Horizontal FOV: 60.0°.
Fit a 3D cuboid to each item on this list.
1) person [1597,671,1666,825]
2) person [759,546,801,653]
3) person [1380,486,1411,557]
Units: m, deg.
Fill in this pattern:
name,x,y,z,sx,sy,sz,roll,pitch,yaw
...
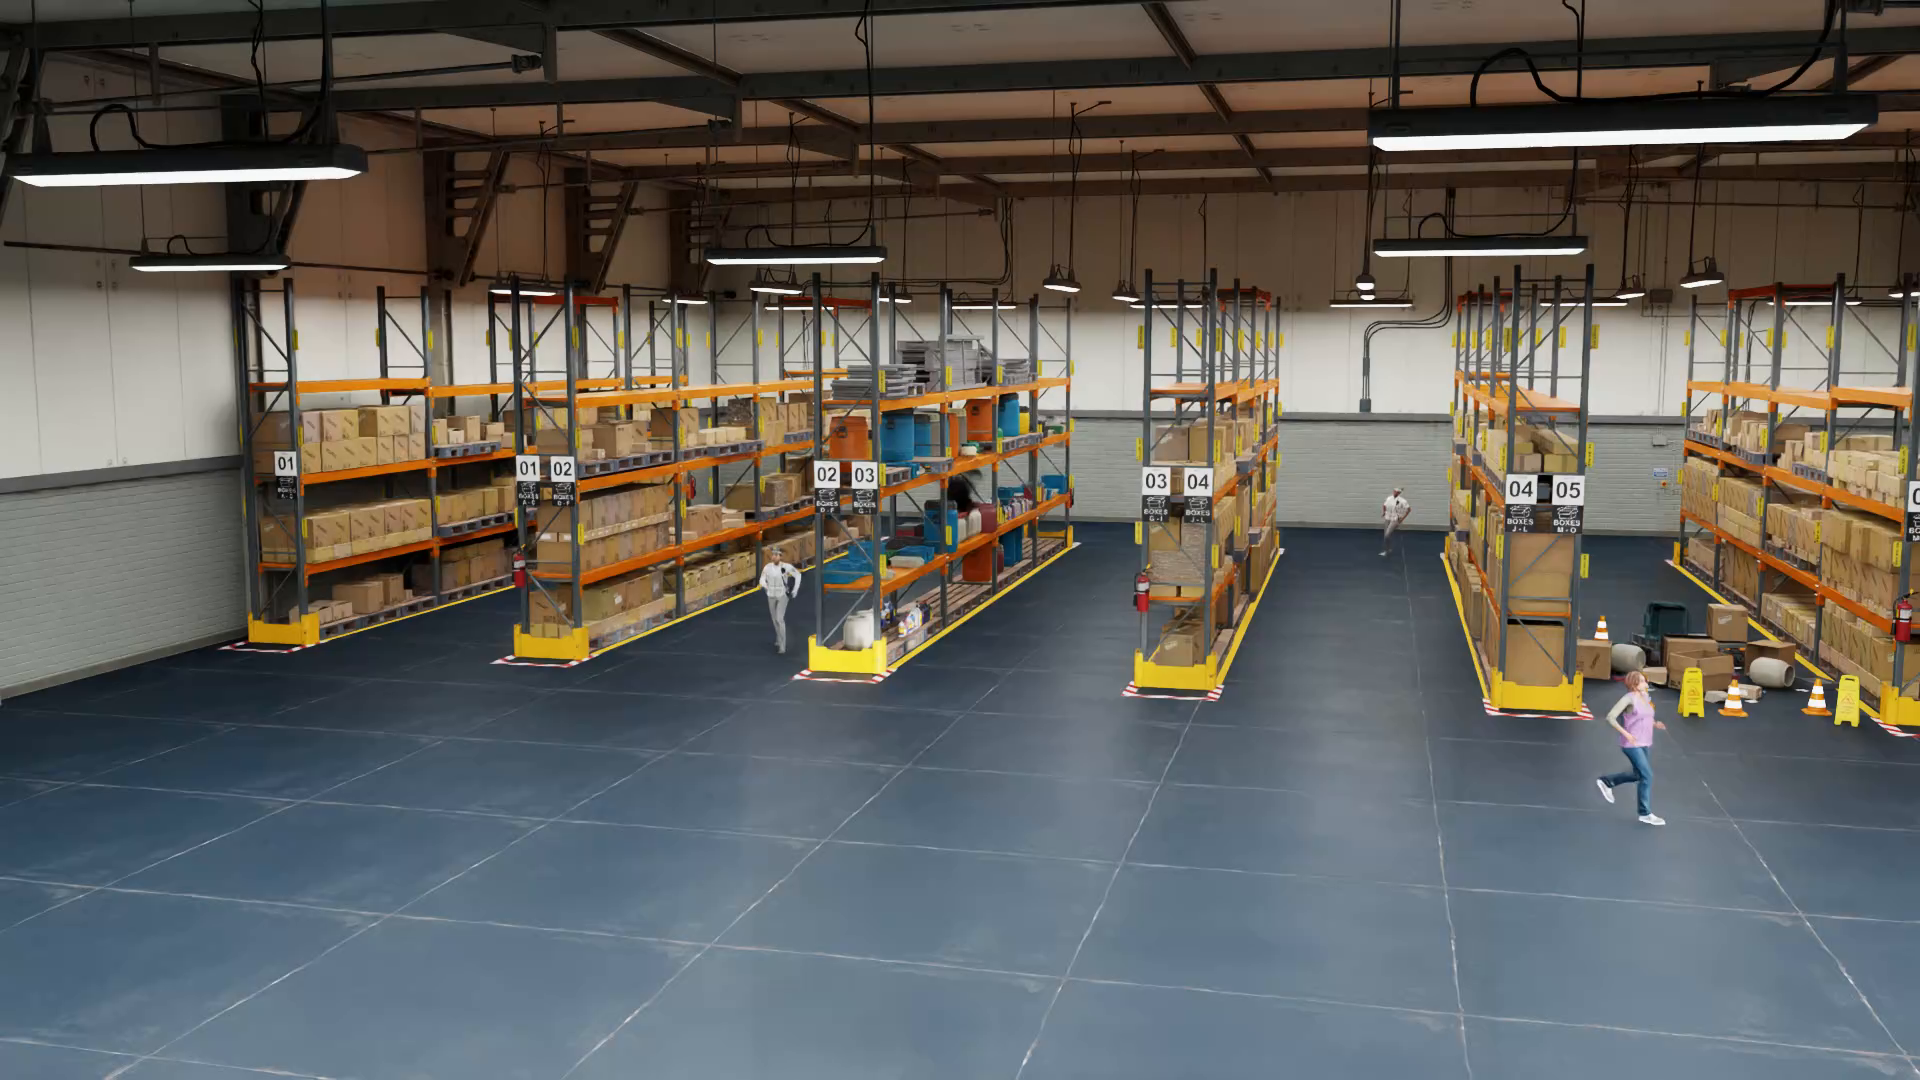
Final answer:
name,x,y,z,sx,sy,sz,roll,pitch,yaw
person,7.033,2.187,17.410,0.548,1.477,0.805,-6,9,-39
person,-2.928,0.967,26.875,0.632,1.764,0.722,2,7,15
person,10.044,-0.425,38.547,0.615,1.674,0.690,-6,9,-43
